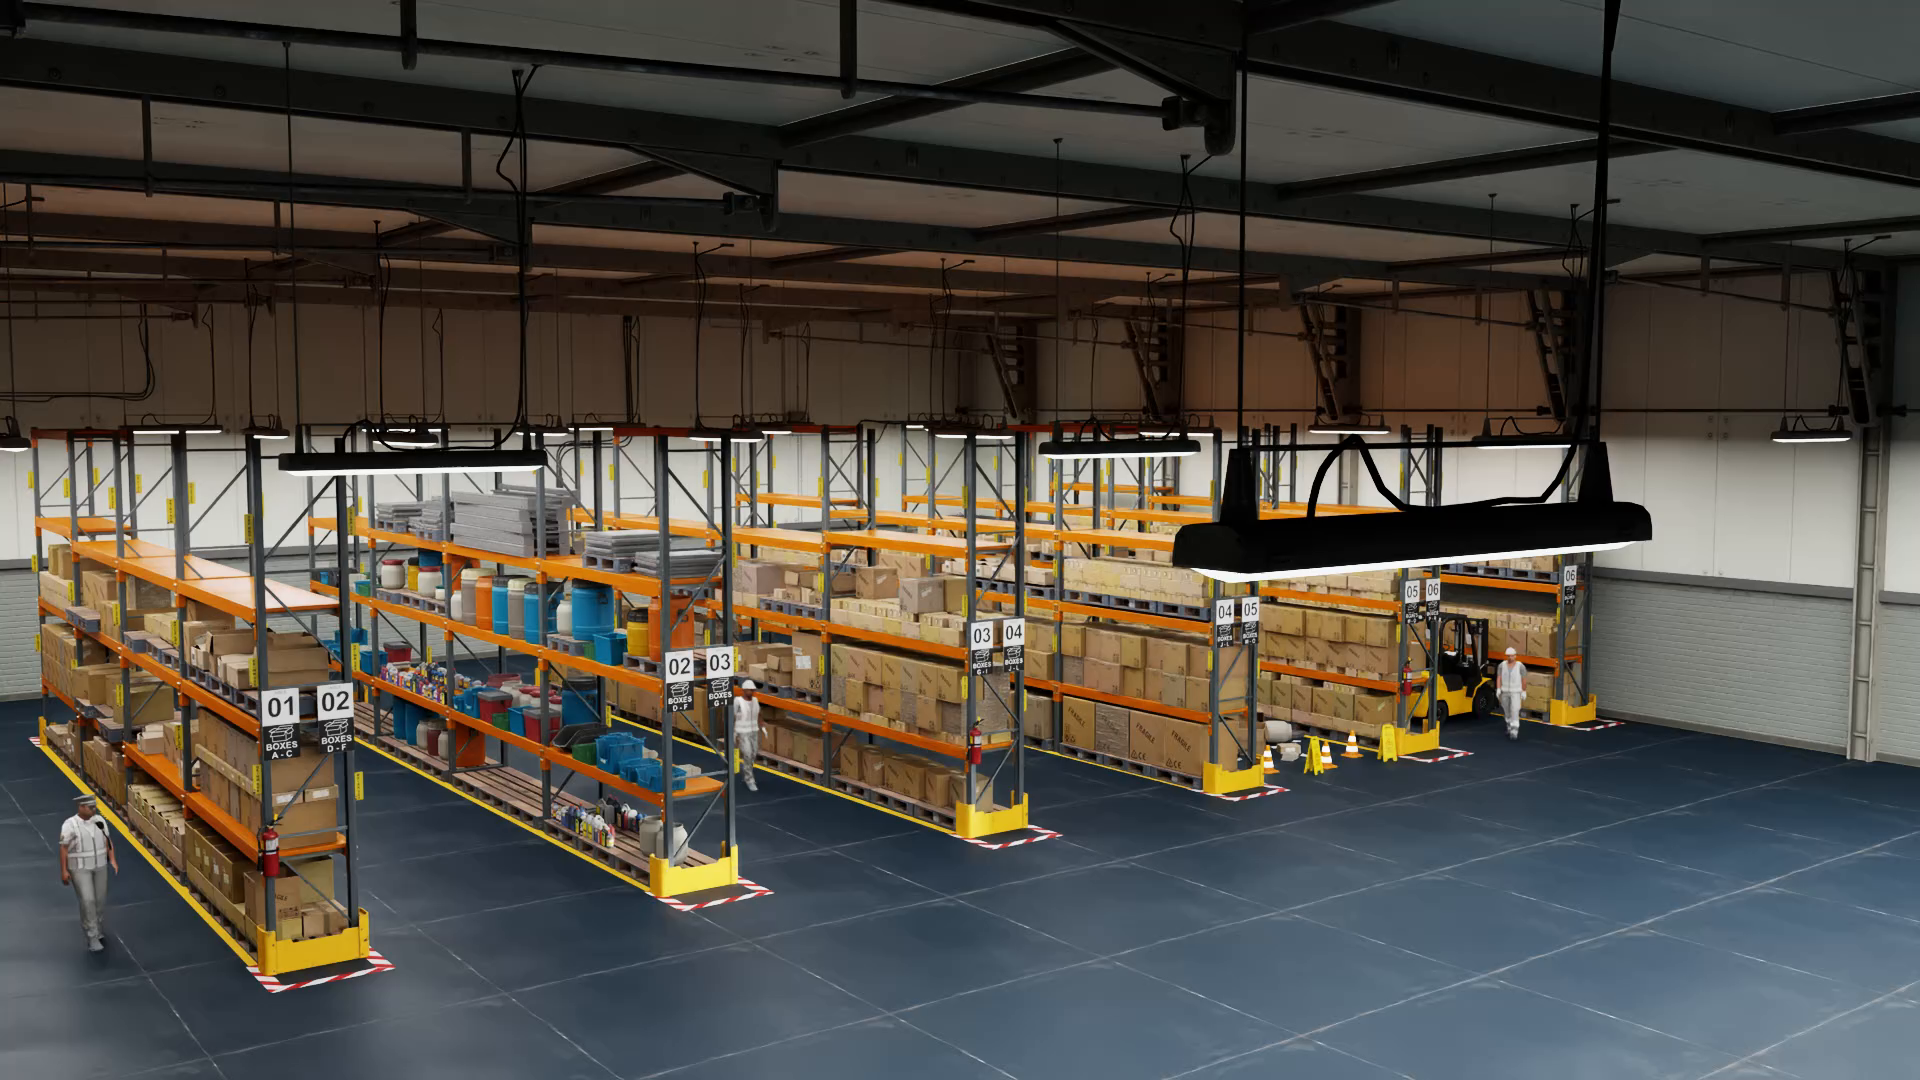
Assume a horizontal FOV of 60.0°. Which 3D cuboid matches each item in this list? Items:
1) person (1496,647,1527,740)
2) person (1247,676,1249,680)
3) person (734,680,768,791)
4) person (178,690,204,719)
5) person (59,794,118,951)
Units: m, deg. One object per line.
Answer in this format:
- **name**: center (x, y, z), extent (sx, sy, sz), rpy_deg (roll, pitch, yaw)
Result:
- **person**: center (10.593, 2.941, 32.026), extent (0.524, 1.759, 0.918), rpy_deg (3, 5, 35)
- **person**: center (6.306, 2.652, 36.798), extent (0.507, 1.706, 0.595), rpy_deg (-4, 6, -40)
- **person**: center (-3.500, 3.263, 27.910), extent (0.666, 1.806, 0.578), rpy_deg (4, 6, 44)
- **person**: center (-14.199, 3.060, 30.926), extent (0.594, 1.699, 0.656), rpy_deg (-3, 5, -35)
- **person**: center (-10.259, 3.925, 19.730), extent (0.681, 1.783, 0.558), rpy_deg (3, 5, 32)
